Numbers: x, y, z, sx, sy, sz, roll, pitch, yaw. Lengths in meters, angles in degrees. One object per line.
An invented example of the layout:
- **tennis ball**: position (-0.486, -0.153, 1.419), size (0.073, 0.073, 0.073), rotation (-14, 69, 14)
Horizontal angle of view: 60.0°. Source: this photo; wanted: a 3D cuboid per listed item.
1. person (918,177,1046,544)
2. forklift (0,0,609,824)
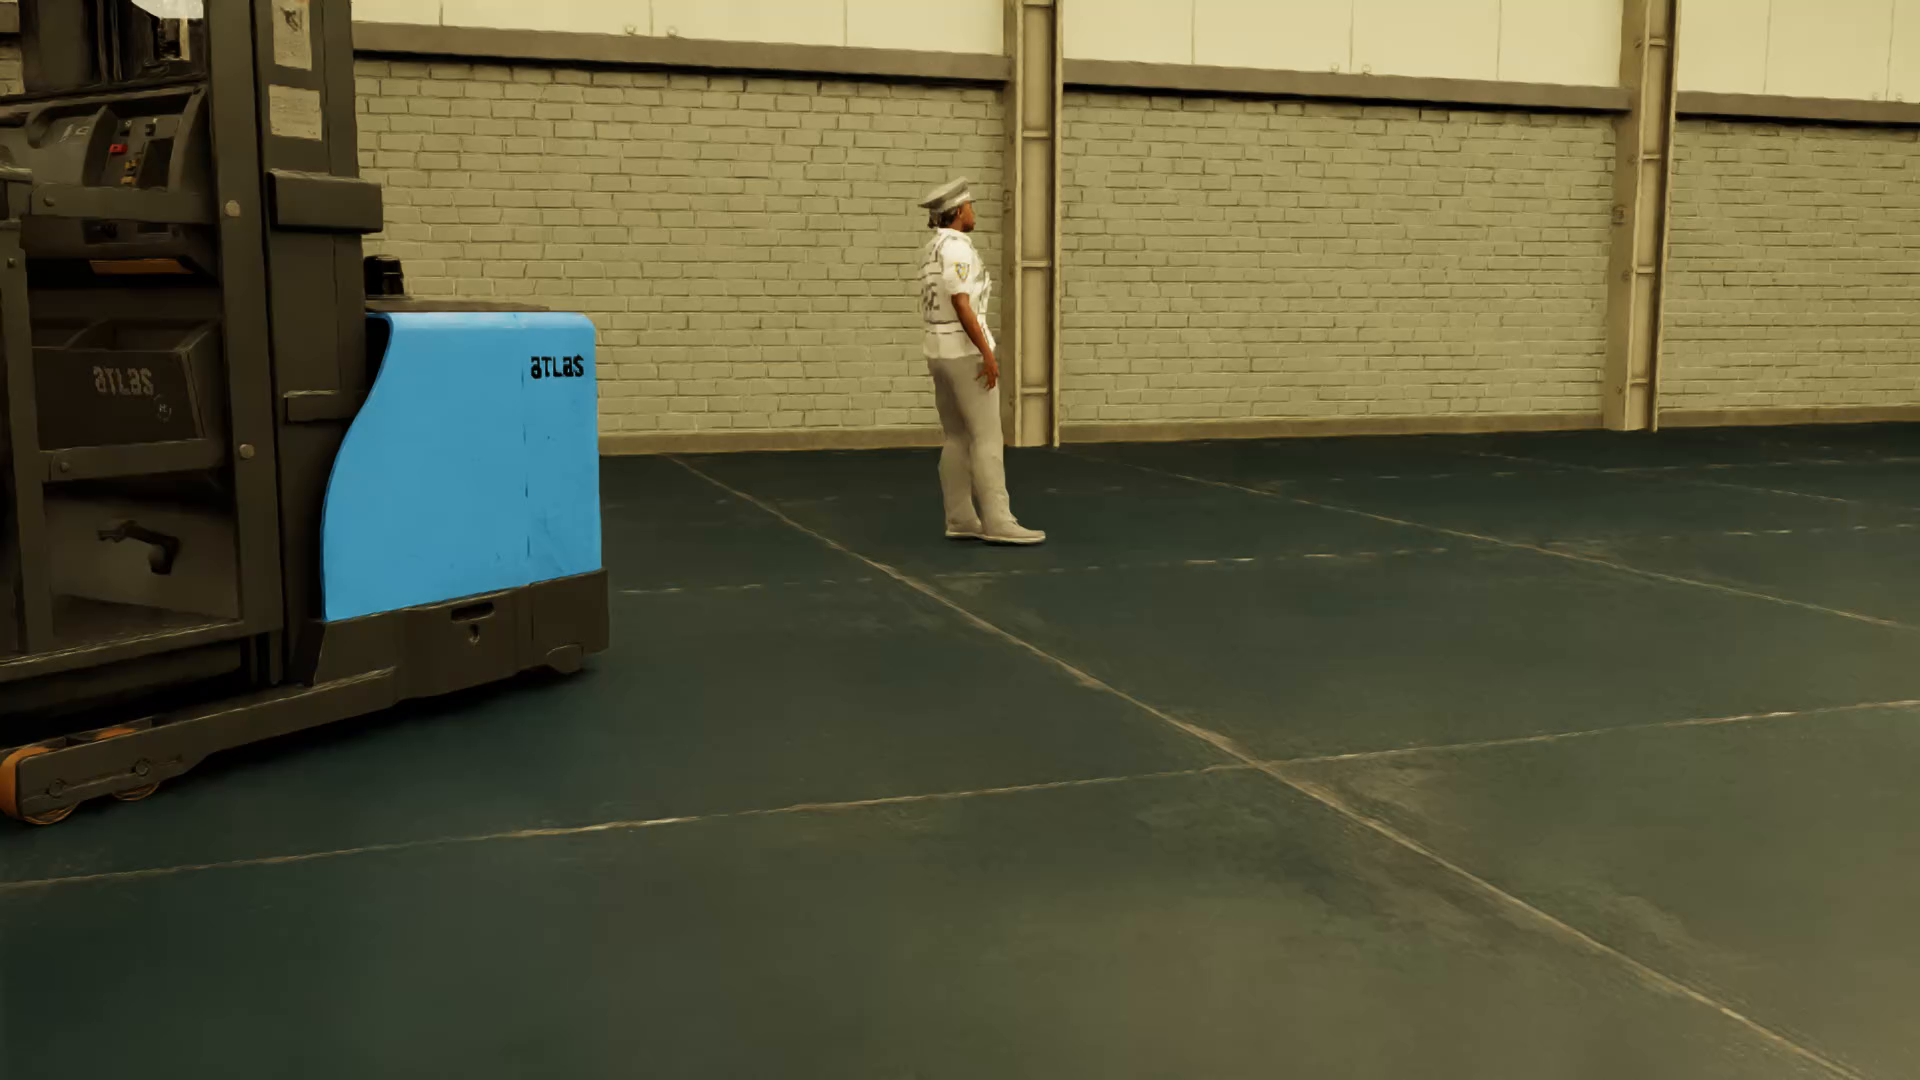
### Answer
- **person**: position (0.077, -0.848, 7.814), size (0.529, 1.695, 0.570), rotation (-3, 8, -18)
- **forklift**: position (-2.236, -0.922, 3.824), size (1.130, 2.935, 3.031), rotation (5, 9, 30)
